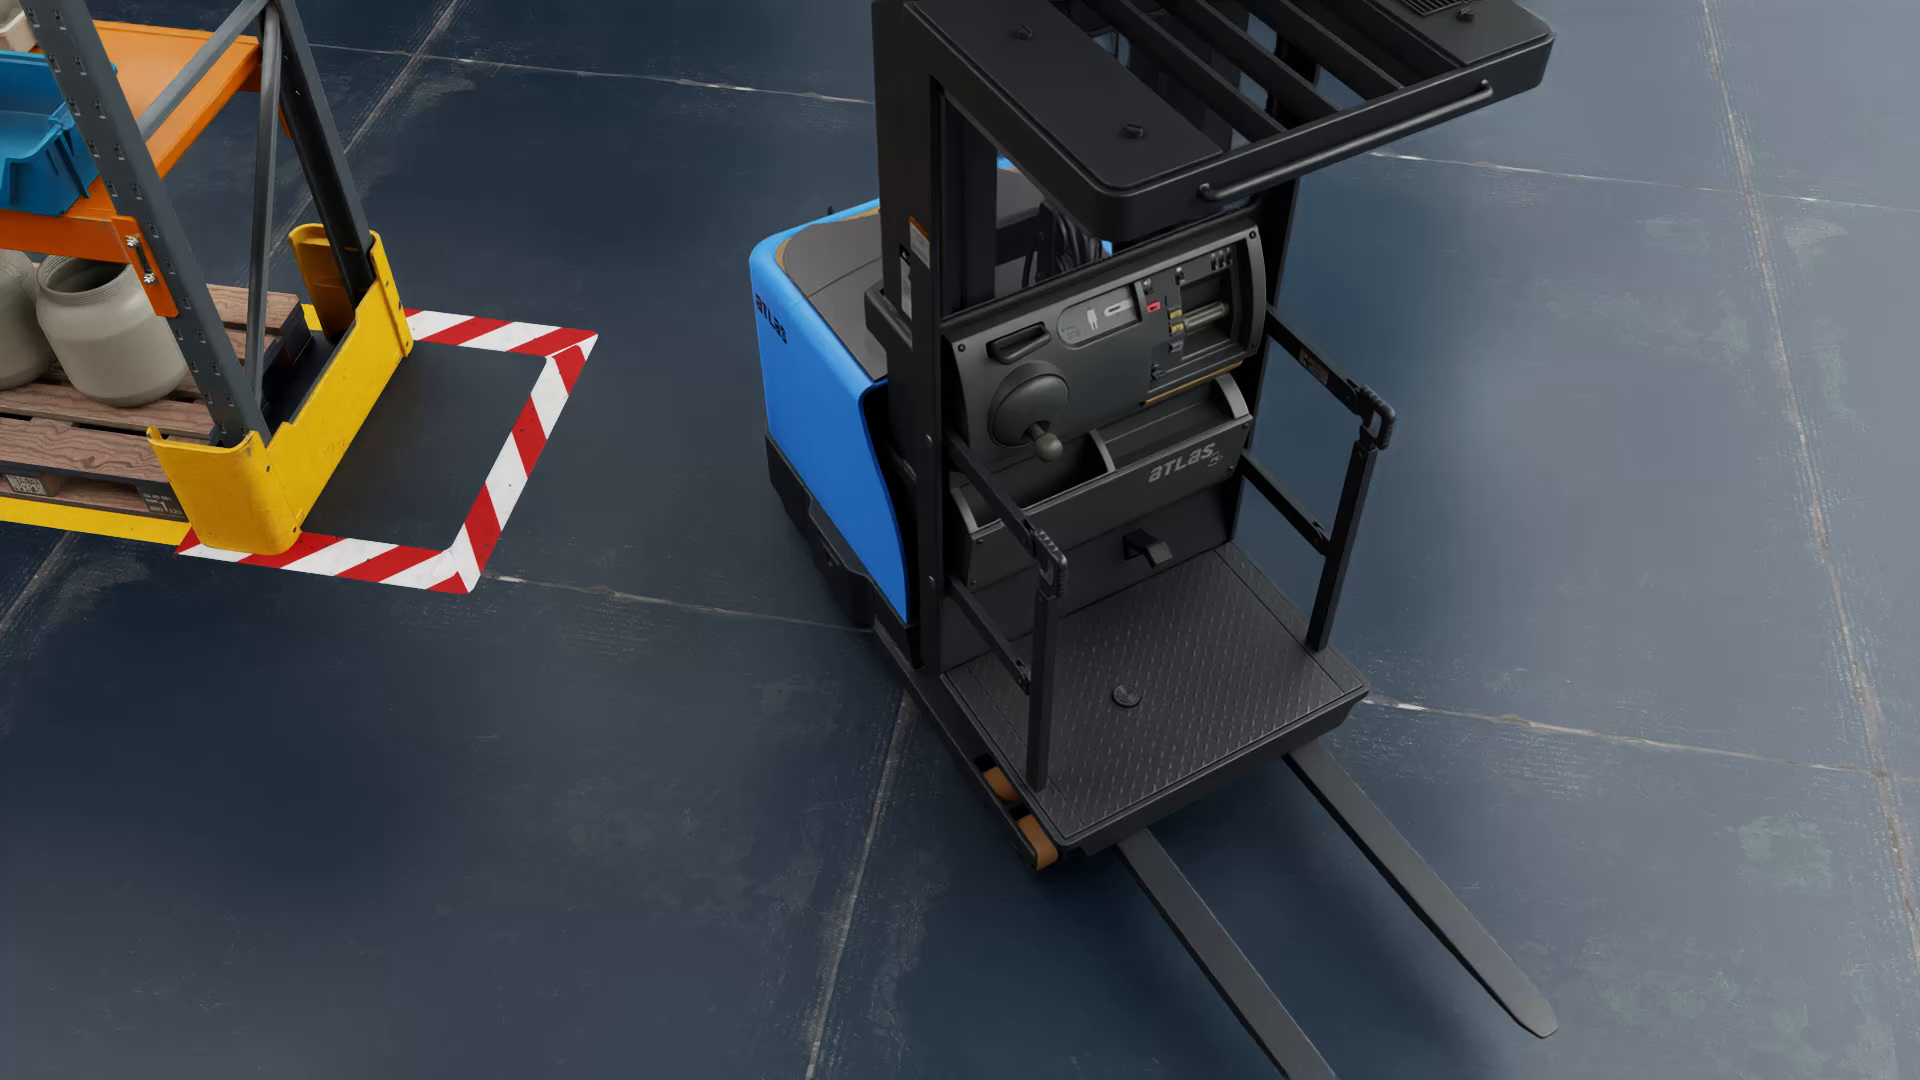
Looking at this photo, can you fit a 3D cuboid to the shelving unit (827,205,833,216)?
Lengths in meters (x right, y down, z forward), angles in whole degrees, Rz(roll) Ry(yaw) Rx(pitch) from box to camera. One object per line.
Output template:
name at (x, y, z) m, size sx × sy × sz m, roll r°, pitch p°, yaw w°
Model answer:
shelving unit at (-0.288, -0.787, 5.852) m, size 0.258 × 0.900 × 0.210 m, roll -23°, pitch 52°, yaw -20°

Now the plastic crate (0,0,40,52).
plastic crate at (-3.116, -1.681, 5.421) m, size 0.250 × 0.136 × 0.298 m, roll 8°, pitch 49°, yaw 7°

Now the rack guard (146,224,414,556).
rack guard at (-2.376, -0.556, 5.913) m, size 0.348 × 0.500 × 1.175 m, roll 8°, pitch 49°, yaw 7°

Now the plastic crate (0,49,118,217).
plastic crate at (-2.839, -1.213, 4.923) m, size 0.616 × 0.251 × 0.499 m, roll 8°, pitch 49°, yaw 7°

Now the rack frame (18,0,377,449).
rack frame at (-2.293, -1.415, 5.005) m, size 0.127 × 3.000 × 1.000 m, roll 8°, pitch 49°, yaw 7°

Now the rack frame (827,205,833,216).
rack frame at (-0.339, -0.852, 5.911) m, size 0.240 × 0.900 × 0.006 m, roll -23°, pitch 52°, yaw -20°

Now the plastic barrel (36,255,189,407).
plastic barrel at (-2.954, -0.755, 5.802) m, size 0.421 × 0.512 × 0.421 m, roll 0°, pitch 48°, yaw 0°

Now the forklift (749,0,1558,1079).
forklift at (0.506, -0.413, 4.150) m, size 1.130 × 2.935 × 3.031 m, roll -23°, pitch 52°, yaw -20°

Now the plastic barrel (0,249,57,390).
plastic barrel at (-3.447, -0.822, 5.862) m, size 0.421 × 0.512 × 0.421 m, roll 0°, pitch 48°, yaw 0°

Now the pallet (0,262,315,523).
pallet at (-3.175, -0.570, 6.121) m, size 1.213 × 0.211 × 1.003 m, roll 8°, pitch 49°, yaw 7°

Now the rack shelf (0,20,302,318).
rack shelf at (-4.261, -1.440, 5.511) m, size 4.000 × 0.370 × 1.077 m, roll 8°, pitch 49°, yaw 7°
